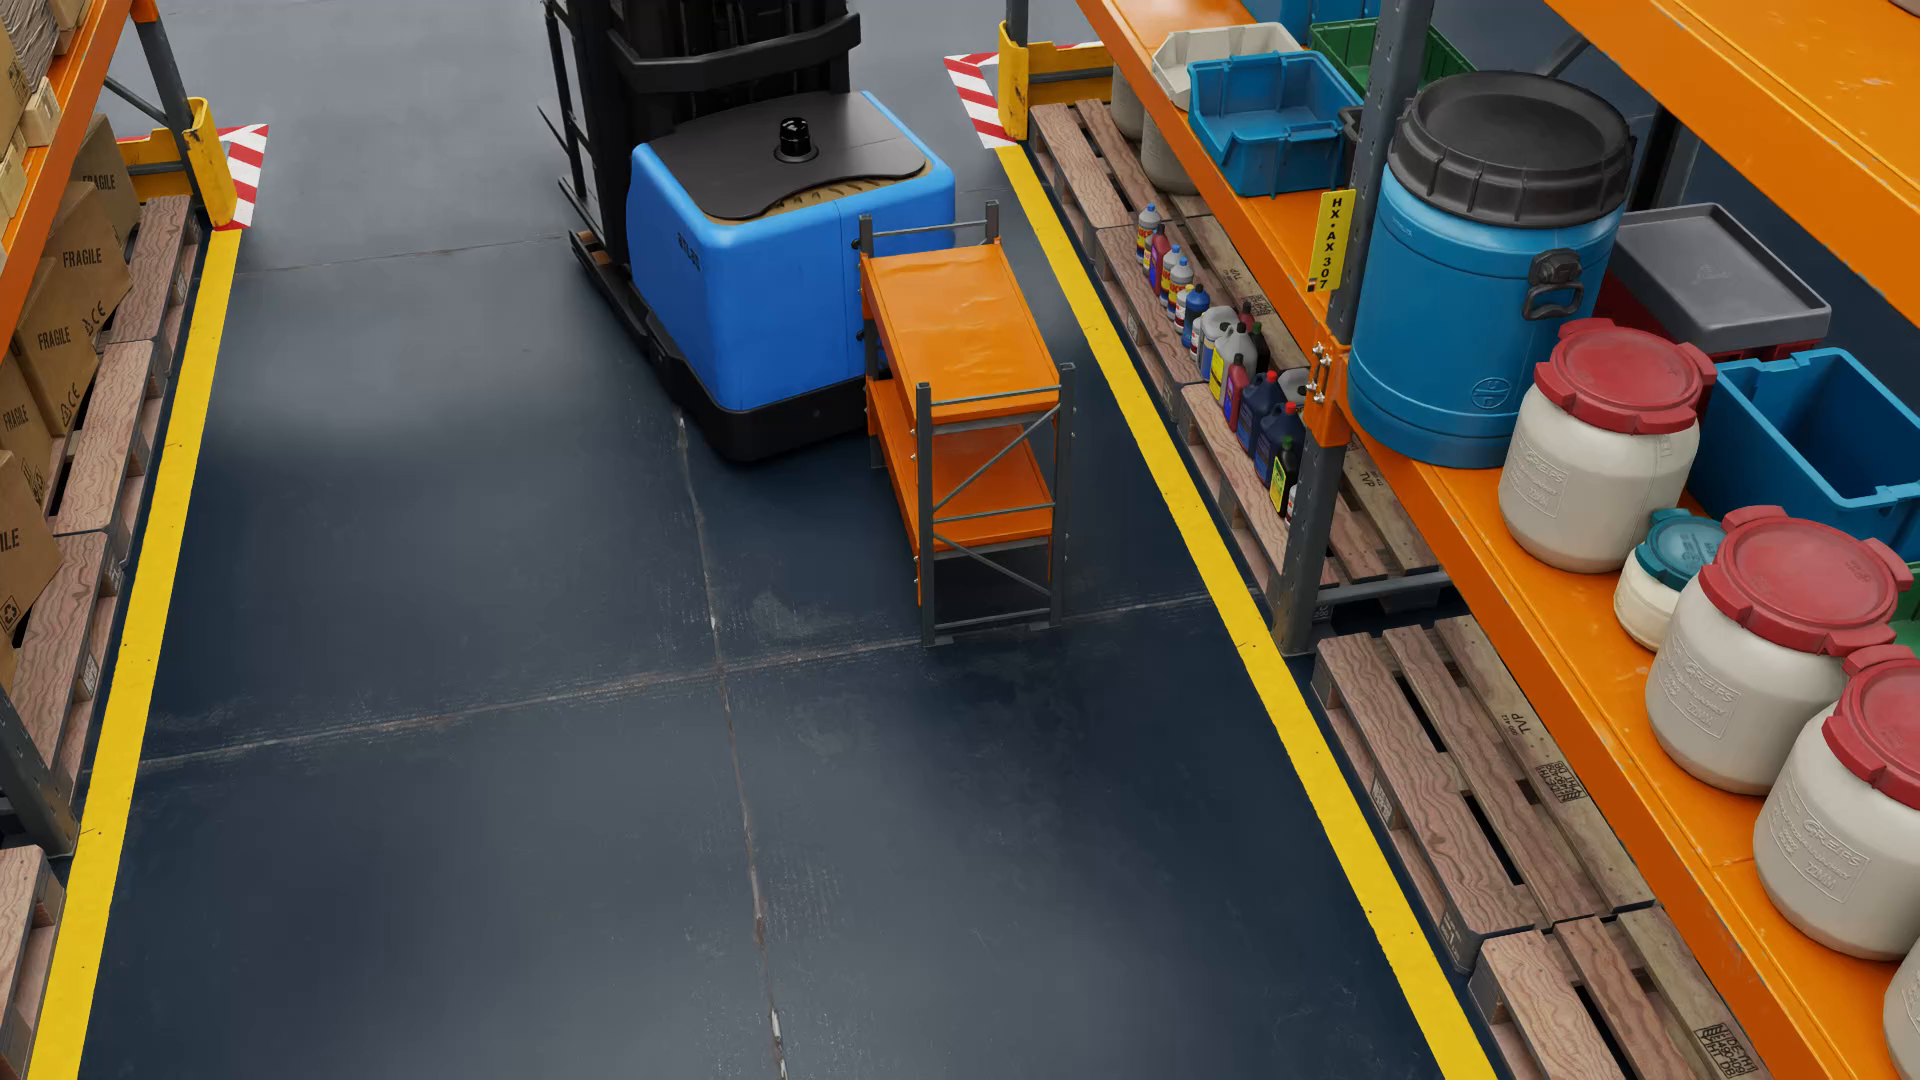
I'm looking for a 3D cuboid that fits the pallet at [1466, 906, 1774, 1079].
[{"bbox_3d":[2.070,1.521,4.377,1.003,0.211,1.213,-8,42,-9],"label":"pallet"}]

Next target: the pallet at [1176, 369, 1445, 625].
[{"bbox_3d":[1.492,-0.216,6.334,1.003,0.211,1.213,-8,42,-9],"label":"pallet"}]

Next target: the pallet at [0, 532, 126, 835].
[{"bbox_3d":[-3.419,0.505,5.522,1.003,0.211,1.213,-8,42,-9],"label":"pallet"}]

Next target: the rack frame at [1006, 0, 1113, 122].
[{"bbox_3d":[0.733,-3.410,7.832,1.000,3.000,0.127,-8,42,-9],"label":"rack frame"}]

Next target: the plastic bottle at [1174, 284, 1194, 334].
[{"bbox_3d":[0.937,-0.957,6.845,0.097,0.201,0.097,0,42,0],"label":"plastic bottle"}]

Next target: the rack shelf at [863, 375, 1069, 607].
[{"bbox_3d":[0.001,-0.233,6.034,0.538,0.278,1.000,-8,42,-9],"label":"rack shelf"}]

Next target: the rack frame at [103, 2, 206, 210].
[{"bbox_3d":[-4.103,-2.701,7.033,1.000,3.000,0.127,-8,42,-9],"label":"rack frame"}]

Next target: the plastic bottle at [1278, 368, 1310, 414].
[{"bbox_3d":[1.274,-0.502,6.276,0.152,0.276,0.135,-8,42,-9],"label":"plastic bottle"}]

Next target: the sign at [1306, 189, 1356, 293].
[{"bbox_3d":[1.057,-0.849,4.739,0.100,0.325,0.005,-8,42,-9],"label":"sign"}]

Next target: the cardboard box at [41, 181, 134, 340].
[{"bbox_3d":[-3.822,-1.133,6.834,0.500,0.500,0.500,2,42,2],"label":"cardboard box"}]

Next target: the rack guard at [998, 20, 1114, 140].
[{"bbox_3d":[0.795,-2.433,8.614,1.175,0.500,0.348,-8,42,-9],"label":"rack guard"}]

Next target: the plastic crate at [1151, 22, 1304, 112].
[{"bbox_3d":[0.998,-1.735,6.144,0.530,0.136,0.437,-8,42,-9],"label":"plastic crate"}]

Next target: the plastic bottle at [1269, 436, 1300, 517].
[{"bbox_3d":[1.170,-0.231,5.965,0.061,0.283,0.133,-6,42,-7],"label":"plastic bottle"}]

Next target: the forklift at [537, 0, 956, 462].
[{"bbox_3d":[-1.135,-2.372,6.714,1.130,2.935,3.031,-19,45,-20],"label":"forklift"}]

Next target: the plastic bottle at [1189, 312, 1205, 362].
[{"bbox_3d":[0.981,-0.824,6.695,0.097,0.201,0.097,0,42,0],"label":"plastic bottle"}]

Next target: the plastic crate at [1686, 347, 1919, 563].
[{"bbox_3d":[2.138,-0.141,4.162,0.392,0.384,0.575,-8,42,-9],"label":"plastic crate"}]

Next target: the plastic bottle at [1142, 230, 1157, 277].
[{"bbox_3d":[0.842,-1.241,7.166,0.097,0.201,0.097,0,42,0],"label":"plastic bottle"}]

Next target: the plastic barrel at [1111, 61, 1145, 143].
[{"bbox_3d":[0.950,-2.221,8.051,0.421,0.512,0.421,0,42,0],"label":"plastic barrel"}]

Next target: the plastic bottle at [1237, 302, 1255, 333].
[{"bbox_3d":[1.137,-0.798,6.604,0.061,0.283,0.133,-8,42,-9],"label":"plastic bottle"}]

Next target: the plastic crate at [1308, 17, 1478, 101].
[{"bbox_3d":[1.579,-1.659,6.019,0.450,0.188,0.662,-8,42,-9],"label":"plastic crate"}]

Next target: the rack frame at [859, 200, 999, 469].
[{"bbox_3d":[-0.108,-0.746,6.243,0.500,1.125,0.032,-8,42,-9],"label":"rack frame"}]

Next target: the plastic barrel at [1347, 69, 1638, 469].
[{"bbox_3d":[1.384,-0.711,4.414,0.600,0.901,0.708,-8,42,-9],"label":"plastic barrel"}]

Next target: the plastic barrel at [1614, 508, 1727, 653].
[{"bbox_3d":[1.732,0.114,3.966,0.301,0.262,0.301,0,42,0],"label":"plastic barrel"}]

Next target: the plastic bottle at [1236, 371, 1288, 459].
[{"bbox_3d":[1.134,-0.492,6.209,0.144,0.351,0.185,-10,43,-11],"label":"plastic bottle"}]

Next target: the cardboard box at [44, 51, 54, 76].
[{"bbox_3d":[-3.630,-1.803,6.210,0.380,0.149,0.250,-8,42,-9],"label":"cardboard box"}]

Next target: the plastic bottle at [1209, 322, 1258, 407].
[{"bbox_3d":[1.065,-0.701,6.445,0.144,0.351,0.185,-9,42,-10],"label":"plastic bottle"}]

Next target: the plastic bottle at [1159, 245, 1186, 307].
[{"bbox_3d":[0.894,-1.113,6.968,0.097,0.271,0.097,0,42,0],"label":"plastic bottle"}]

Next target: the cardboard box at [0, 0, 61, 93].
[{"bbox_3d":[-3.721,-1.852,5.777,0.875,0.500,0.500,-8,42,-9],"label":"cardboard box"}]

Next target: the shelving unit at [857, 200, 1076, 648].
[{"bbox_3d":[0.001,-0.416,5.872,0.538,1.125,1.048,-8,42,-9],"label":"shelving unit"}]

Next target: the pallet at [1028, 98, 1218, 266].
[{"bbox_3d":[0.965,-1.798,8.116,1.003,0.211,1.213,-8,42,-9],"label":"pallet"}]

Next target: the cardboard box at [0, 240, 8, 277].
[{"bbox_3d":[-3.192,-0.847,5.134,0.380,0.149,0.250,-8,42,-9],"label":"cardboard box"}]

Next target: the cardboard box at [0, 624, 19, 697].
[{"bbox_3d":[-3.287,0.405,5.101,0.500,0.500,0.500,-10,42,-11],"label":"cardboard box"}]

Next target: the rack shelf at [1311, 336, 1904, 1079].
[{"bbox_3d":[2.028,0.748,3.690,1.077,0.370,4.000,-8,42,-9],"label":"rack shelf"}]

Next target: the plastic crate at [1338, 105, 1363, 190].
[{"bbox_3d":[1.607,-1.152,5.335,0.767,0.338,0.504,-8,42,-9],"label":"plastic crate"}]

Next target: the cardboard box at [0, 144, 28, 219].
[{"bbox_3d":[-3.329,-1.167,5.494,0.380,0.149,0.250,-8,42,-9],"label":"cardboard box"}]

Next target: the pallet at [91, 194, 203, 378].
[{"bbox_3d":[-3.946,-1.077,7.304,1.003,0.211,1.213,-8,42,-9],"label":"pallet"}]

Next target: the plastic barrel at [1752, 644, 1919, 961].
[{"bbox_3d":[1.840,0.539,3.281,0.433,0.535,0.433,0,42,0],"label":"plastic barrel"}]

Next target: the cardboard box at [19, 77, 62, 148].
[{"bbox_3d":[-3.414,-1.494,5.863,0.380,0.149,0.250,-8,42,-9],"label":"cardboard box"}]

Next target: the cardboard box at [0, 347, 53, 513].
[{"bbox_3d":[-3.629,-0.356,5.959,0.500,0.500,0.500,-12,43,-13],"label":"cardboard box"}]

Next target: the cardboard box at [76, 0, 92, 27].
[{"bbox_3d":[-3.683,-2.135,6.585,0.380,0.149,0.250,-8,42,-9],"label":"cardboard box"}]
